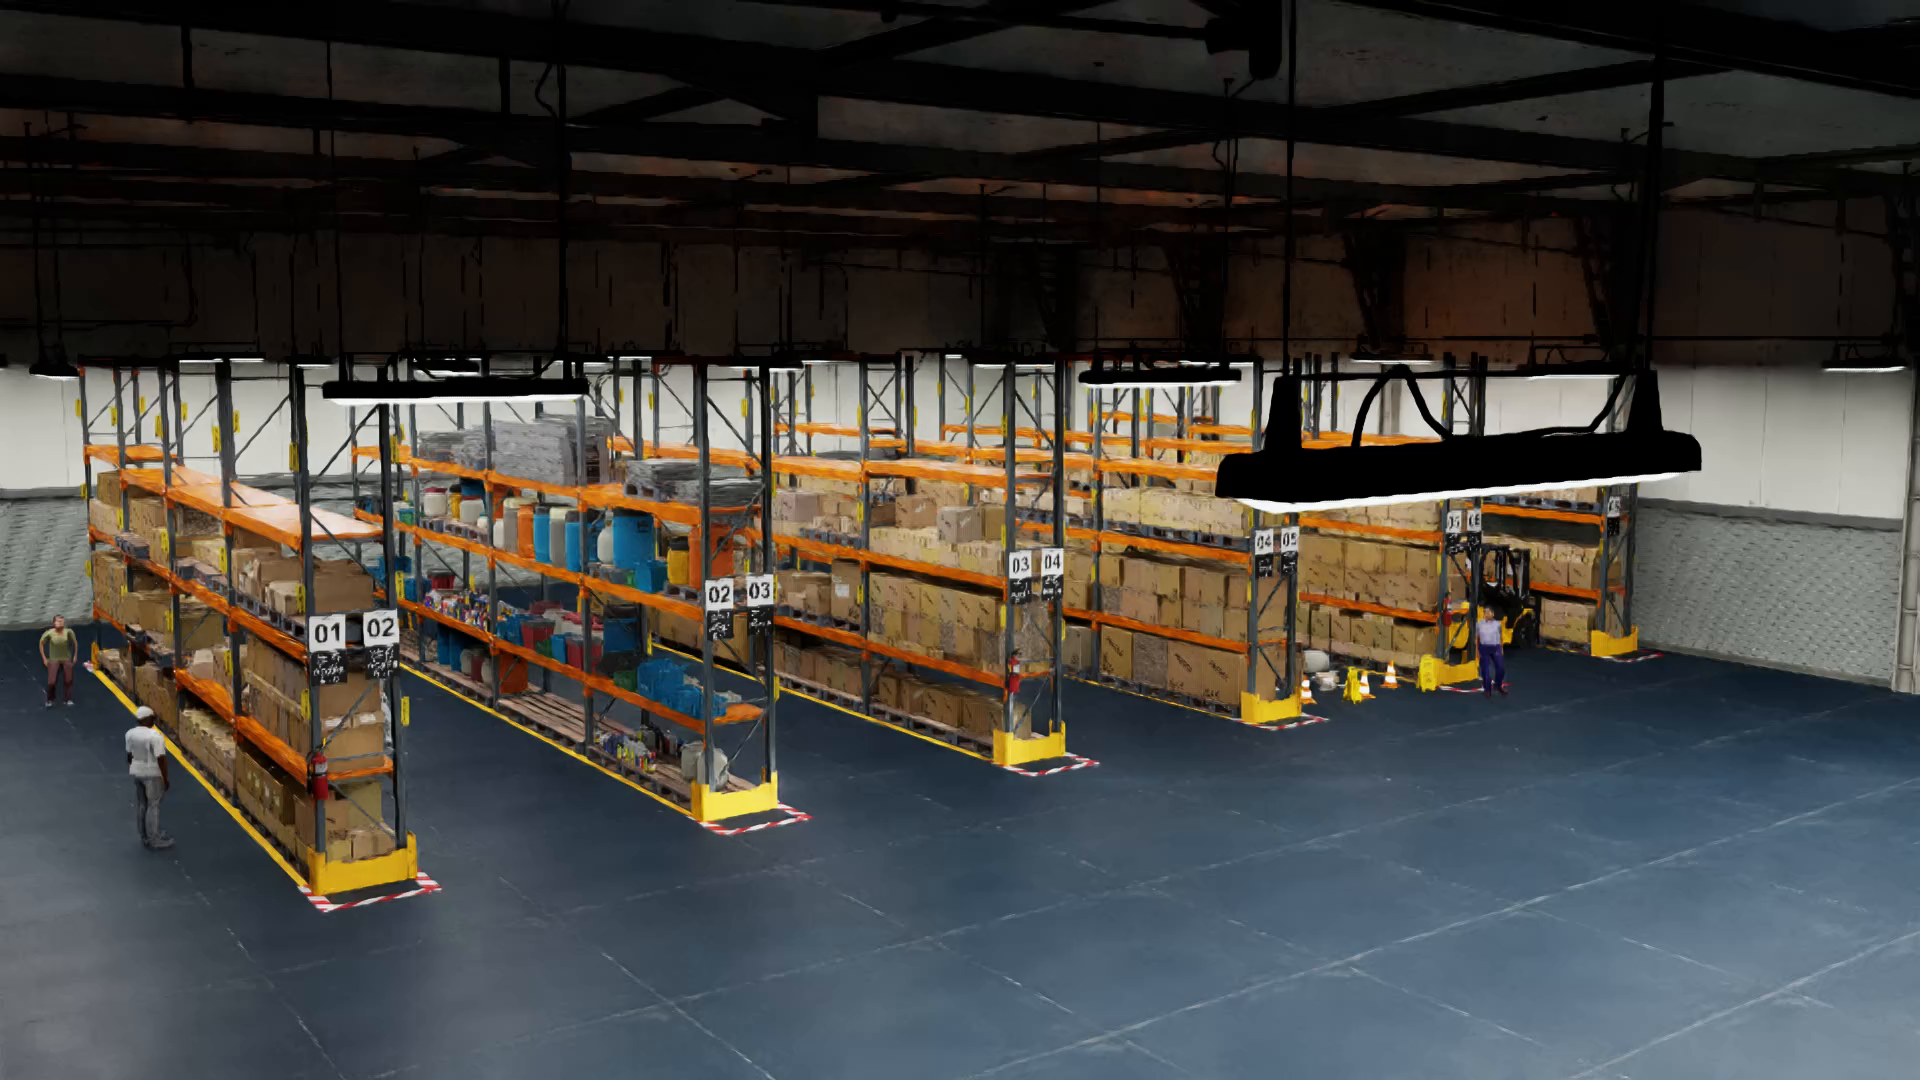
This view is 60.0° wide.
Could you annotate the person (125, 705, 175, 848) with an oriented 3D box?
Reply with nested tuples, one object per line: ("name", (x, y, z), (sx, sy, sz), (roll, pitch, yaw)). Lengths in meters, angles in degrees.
("person", (-10.097, 2.924, 20.777), (0.632, 1.768, 0.452), (3, 8, 23))

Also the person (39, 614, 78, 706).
("person", (-15.531, 2.066, 28.667), (0.585, 1.618, 0.507), (-5, 9, -37))

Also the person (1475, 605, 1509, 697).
("person", (9.420, 1.965, 29.419), (0.624, 1.621, 0.470), (1, 7, 10))

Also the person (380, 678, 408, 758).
("person", (-8.850, 2.443, 25.001), (0.838, 1.716, 0.686), (6, 9, 39))
